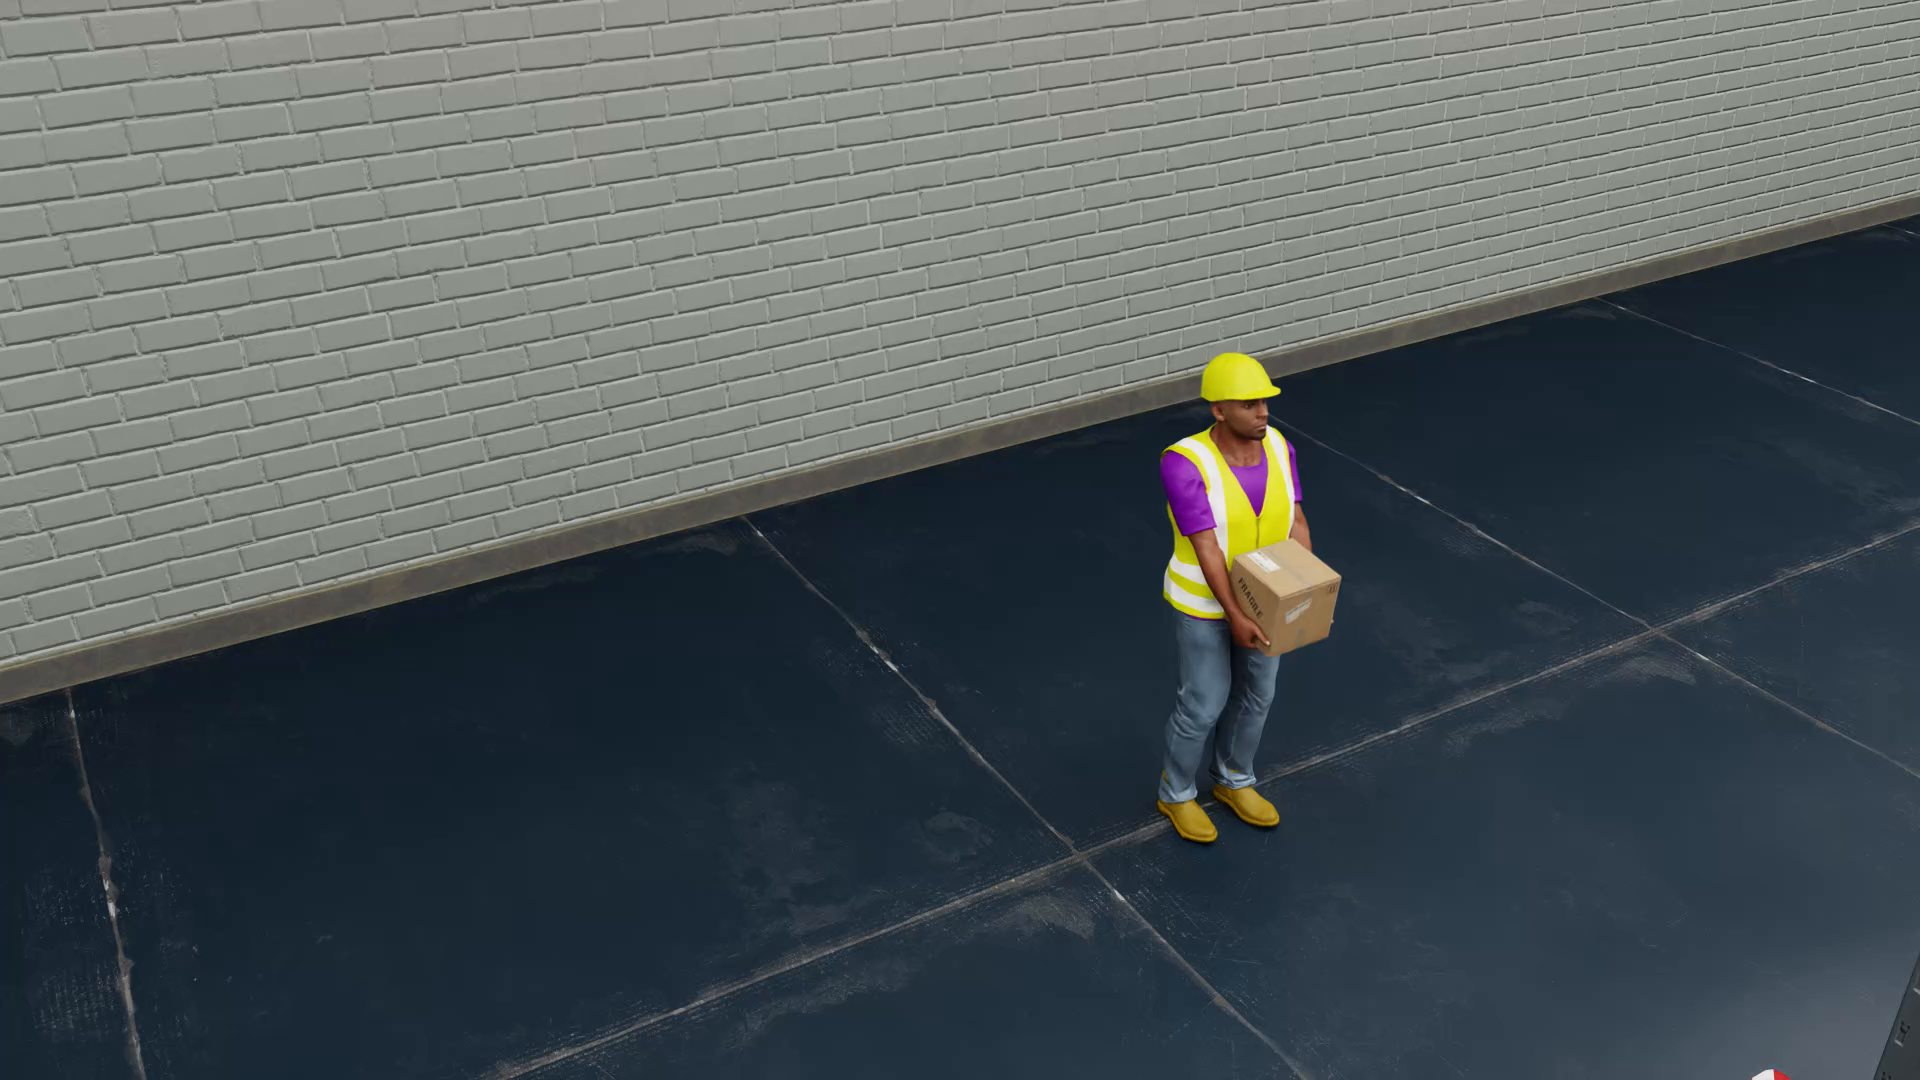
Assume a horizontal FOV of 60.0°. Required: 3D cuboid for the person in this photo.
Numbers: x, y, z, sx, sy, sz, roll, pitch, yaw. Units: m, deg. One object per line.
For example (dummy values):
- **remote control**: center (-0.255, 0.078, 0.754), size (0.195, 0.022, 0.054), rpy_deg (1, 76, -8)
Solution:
- **person**: center (0.974, 0.243, 5.665), size (0.502, 1.761, 0.587), rpy_deg (-16, 32, -26)
